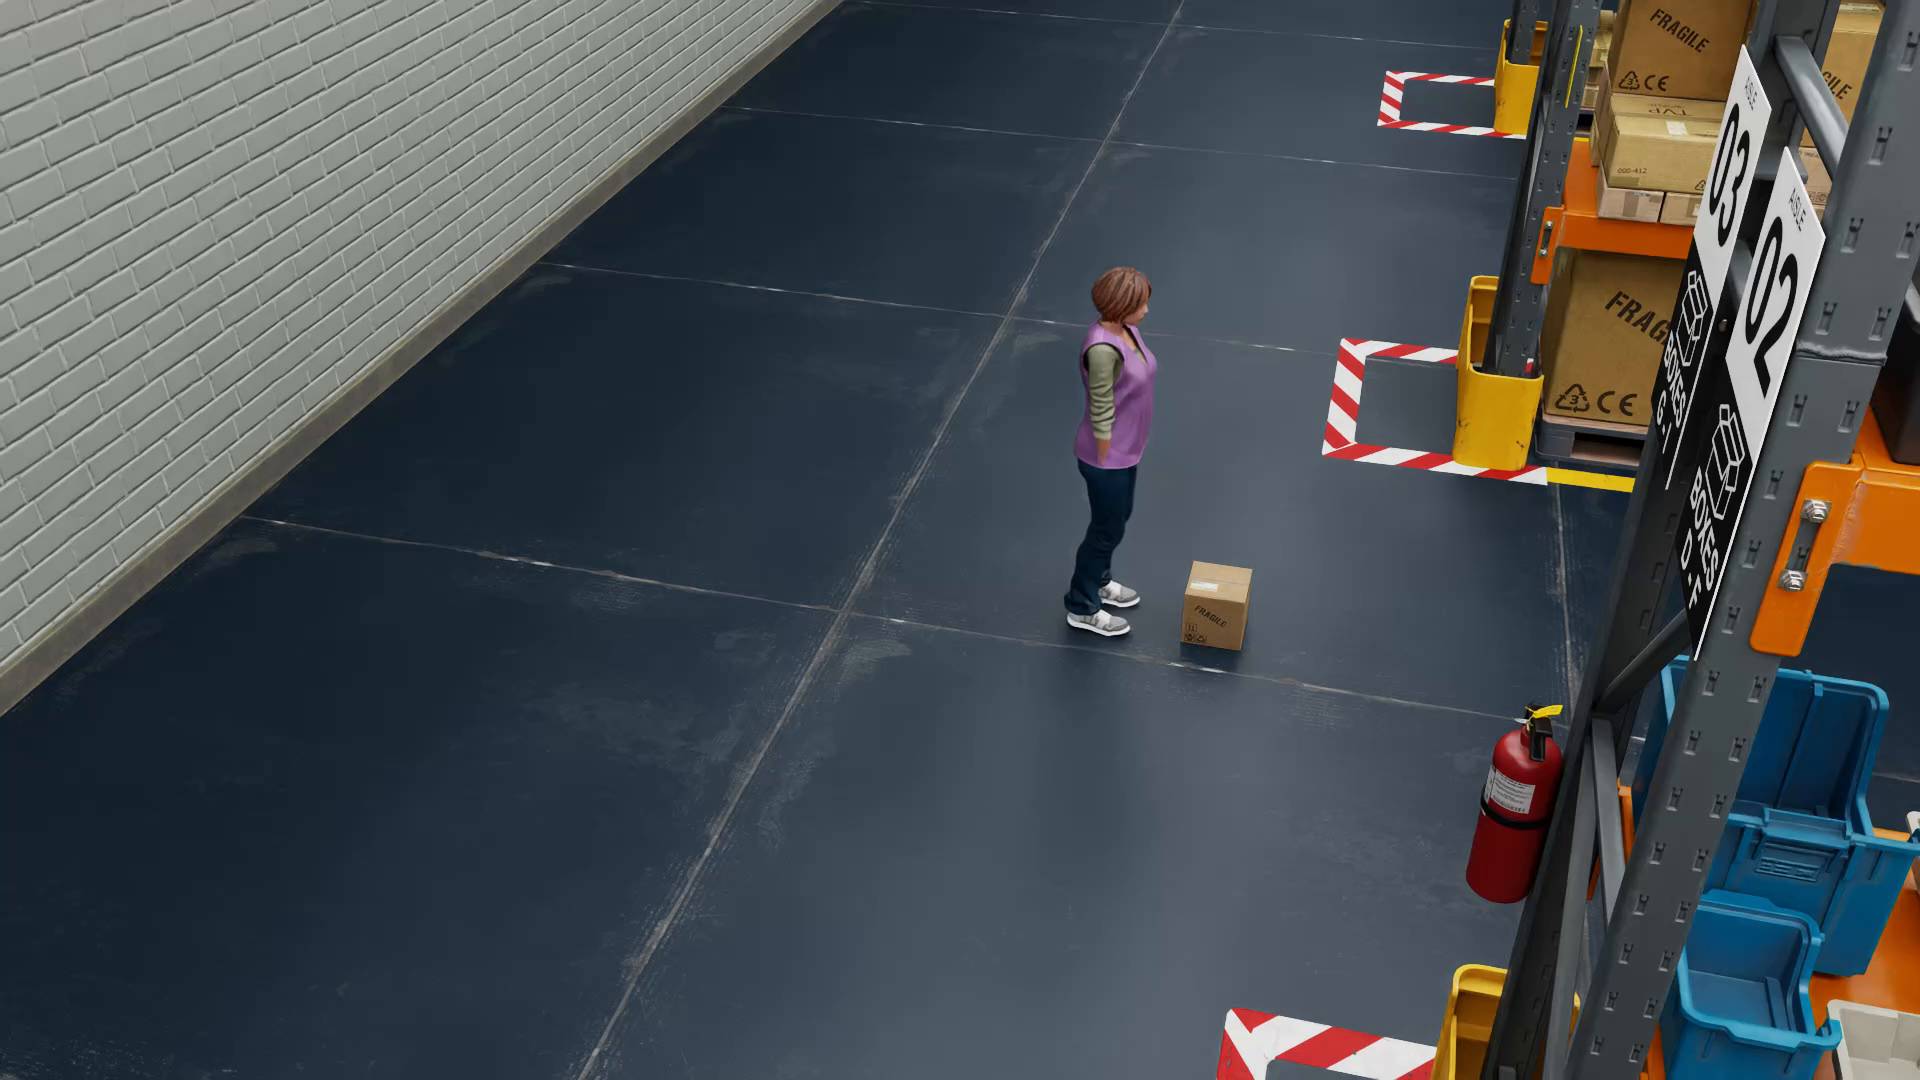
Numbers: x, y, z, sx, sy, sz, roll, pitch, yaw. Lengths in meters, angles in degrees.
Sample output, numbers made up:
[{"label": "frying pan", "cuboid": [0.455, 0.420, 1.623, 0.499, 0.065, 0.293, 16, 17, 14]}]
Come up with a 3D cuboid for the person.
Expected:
[{"label": "person", "cuboid": [0.613, -0.362, 6.707, 0.302, 1.593, 0.406, 9, 34, 14]}]
